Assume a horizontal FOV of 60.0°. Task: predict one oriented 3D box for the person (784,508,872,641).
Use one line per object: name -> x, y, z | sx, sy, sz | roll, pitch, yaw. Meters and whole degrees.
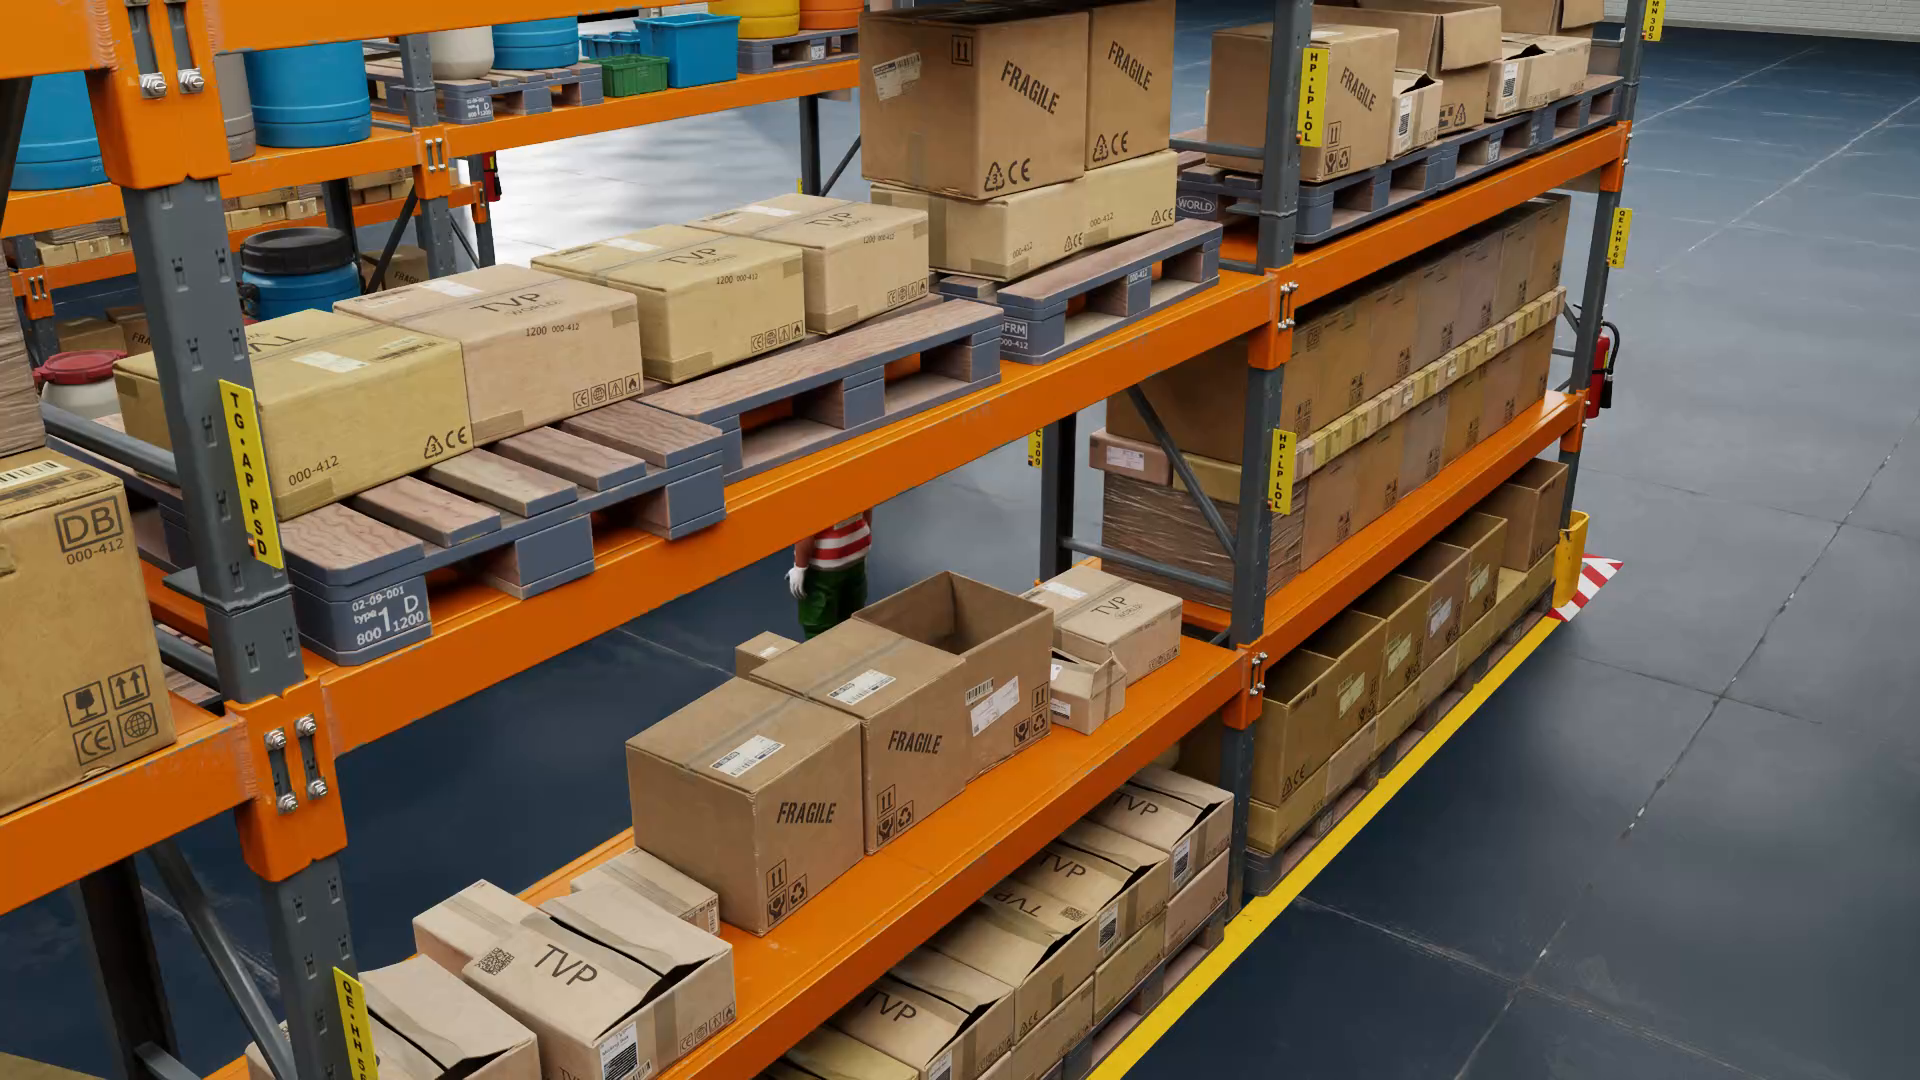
person -> -0.649, 0.091, 8.355 | 0.346, 1.787, 0.524 | 18, 29, 35
